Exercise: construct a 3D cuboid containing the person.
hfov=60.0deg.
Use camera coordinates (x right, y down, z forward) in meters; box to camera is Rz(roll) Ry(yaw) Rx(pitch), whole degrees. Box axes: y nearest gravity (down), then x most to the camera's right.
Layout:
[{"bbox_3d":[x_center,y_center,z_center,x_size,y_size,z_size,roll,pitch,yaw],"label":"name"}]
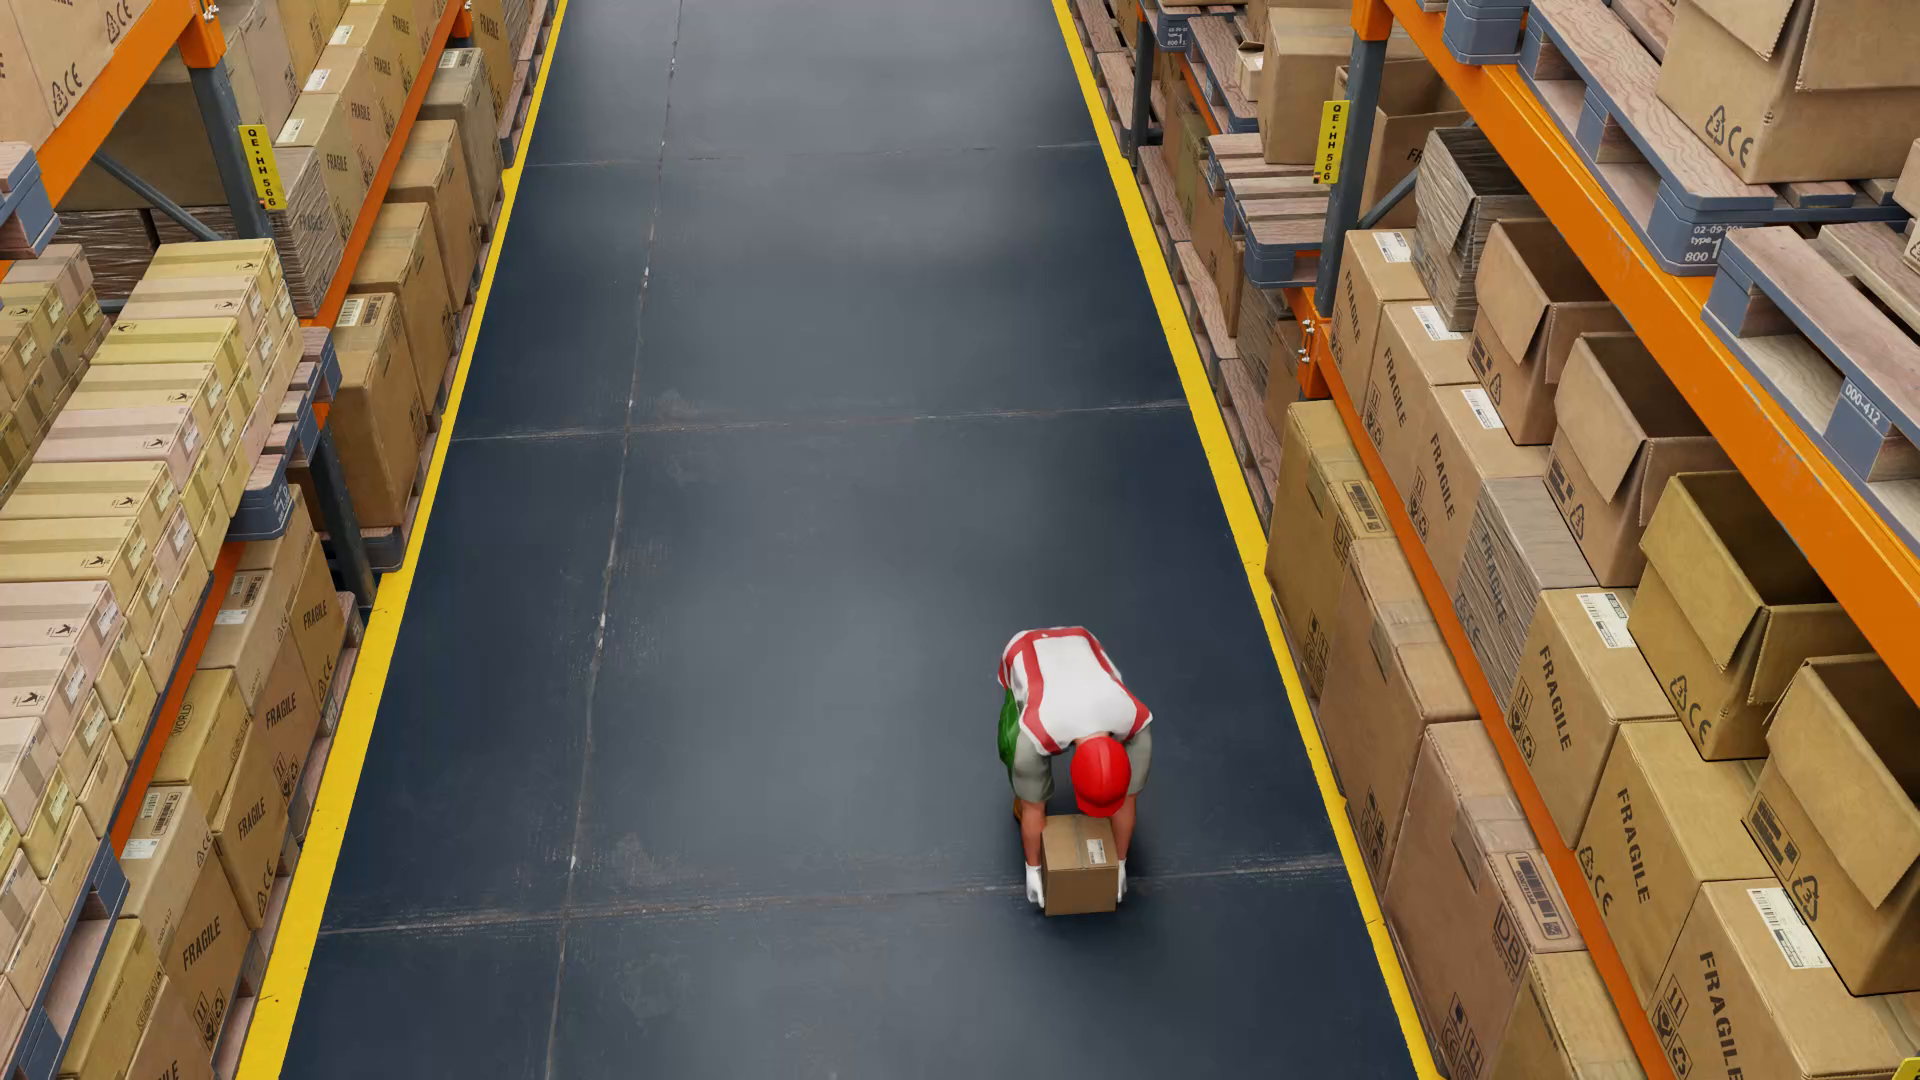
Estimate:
[{"bbox_3d":[0.401,0.779,6.014,0.522,0.809,0.947,-4,39,-5],"label":"person"}]
